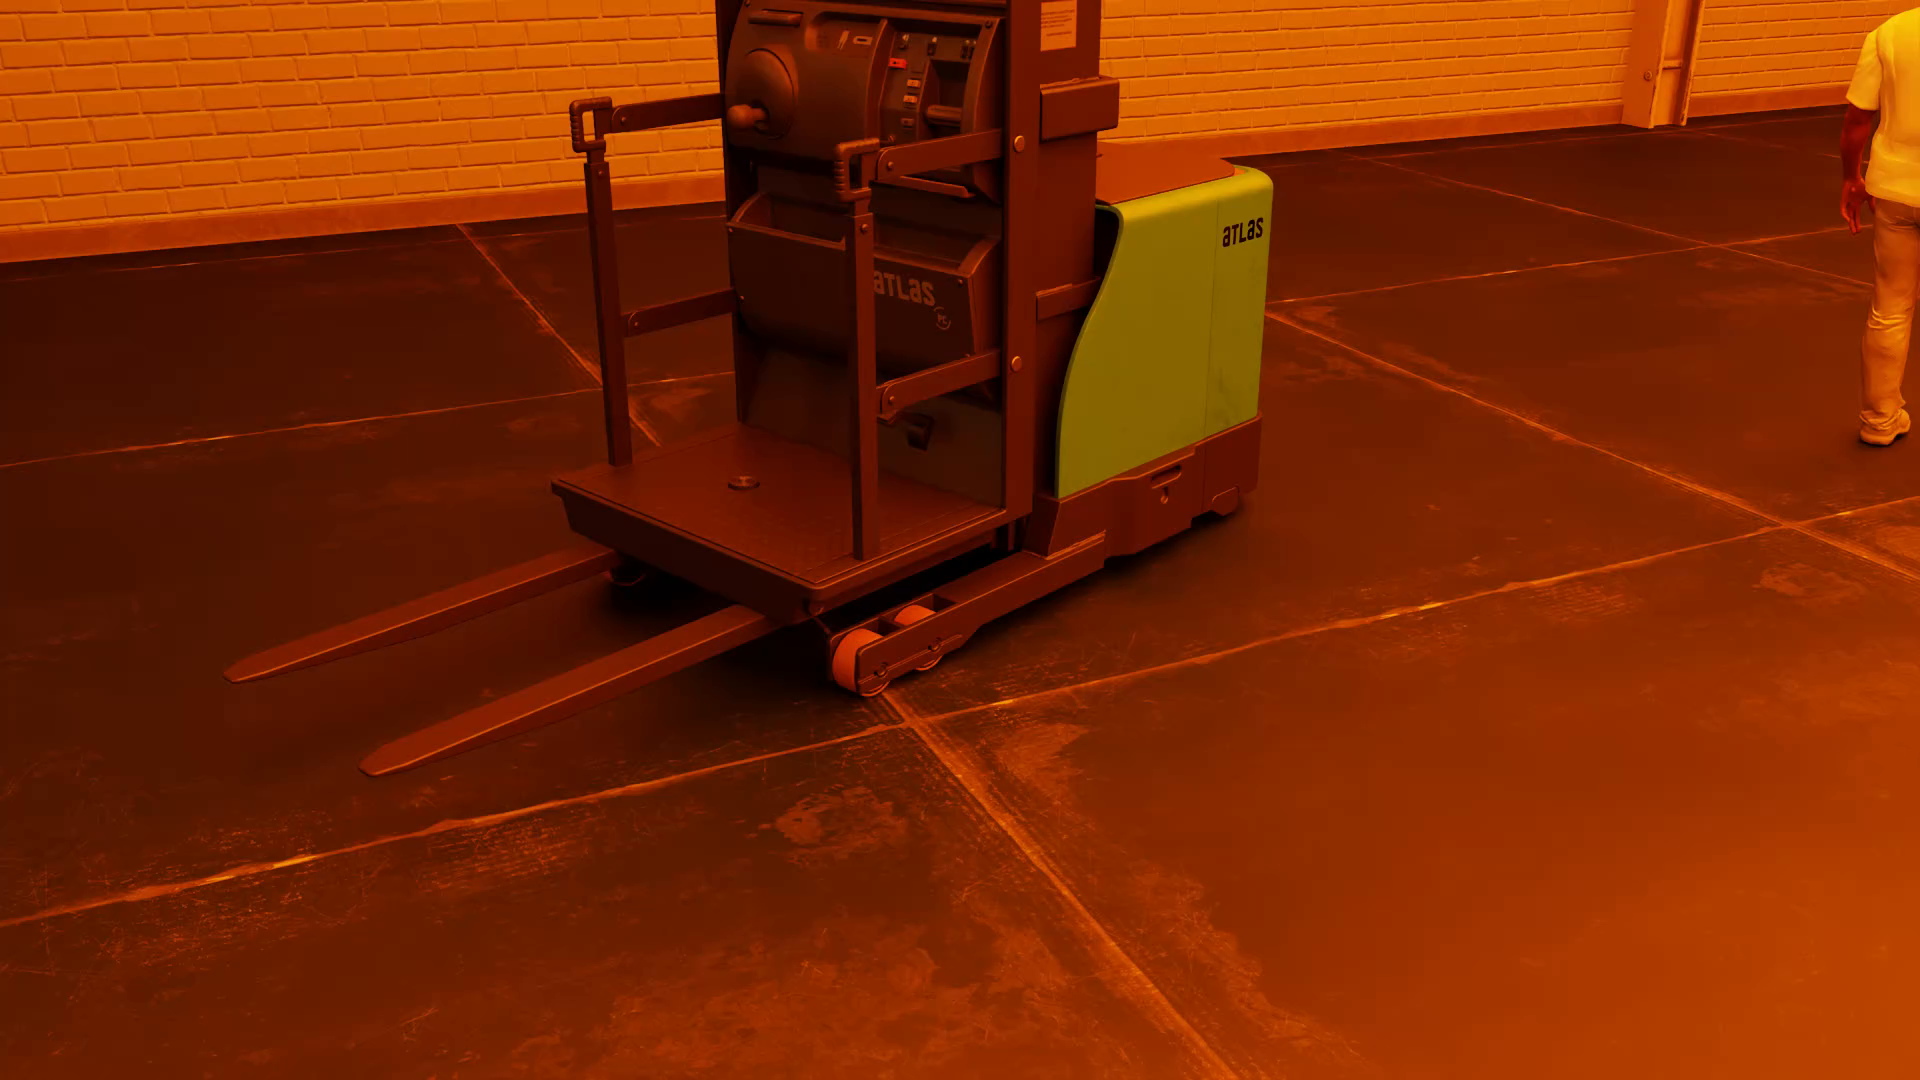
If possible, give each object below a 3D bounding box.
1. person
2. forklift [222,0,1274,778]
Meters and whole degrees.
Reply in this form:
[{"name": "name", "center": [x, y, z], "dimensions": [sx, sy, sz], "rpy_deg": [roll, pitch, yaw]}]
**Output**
[{"name": "person", "center": [3.343, -1.182, 5.631], "dimensions": [0.577, 1.766, 0.665], "rpy_deg": [-16, 27, -33]}, {"name": "forklift", "center": [-0.413, -1.182, 4.131], "dimensions": [1.130, 2.935, 3.031], "rpy_deg": [19, 29, 39]}]
